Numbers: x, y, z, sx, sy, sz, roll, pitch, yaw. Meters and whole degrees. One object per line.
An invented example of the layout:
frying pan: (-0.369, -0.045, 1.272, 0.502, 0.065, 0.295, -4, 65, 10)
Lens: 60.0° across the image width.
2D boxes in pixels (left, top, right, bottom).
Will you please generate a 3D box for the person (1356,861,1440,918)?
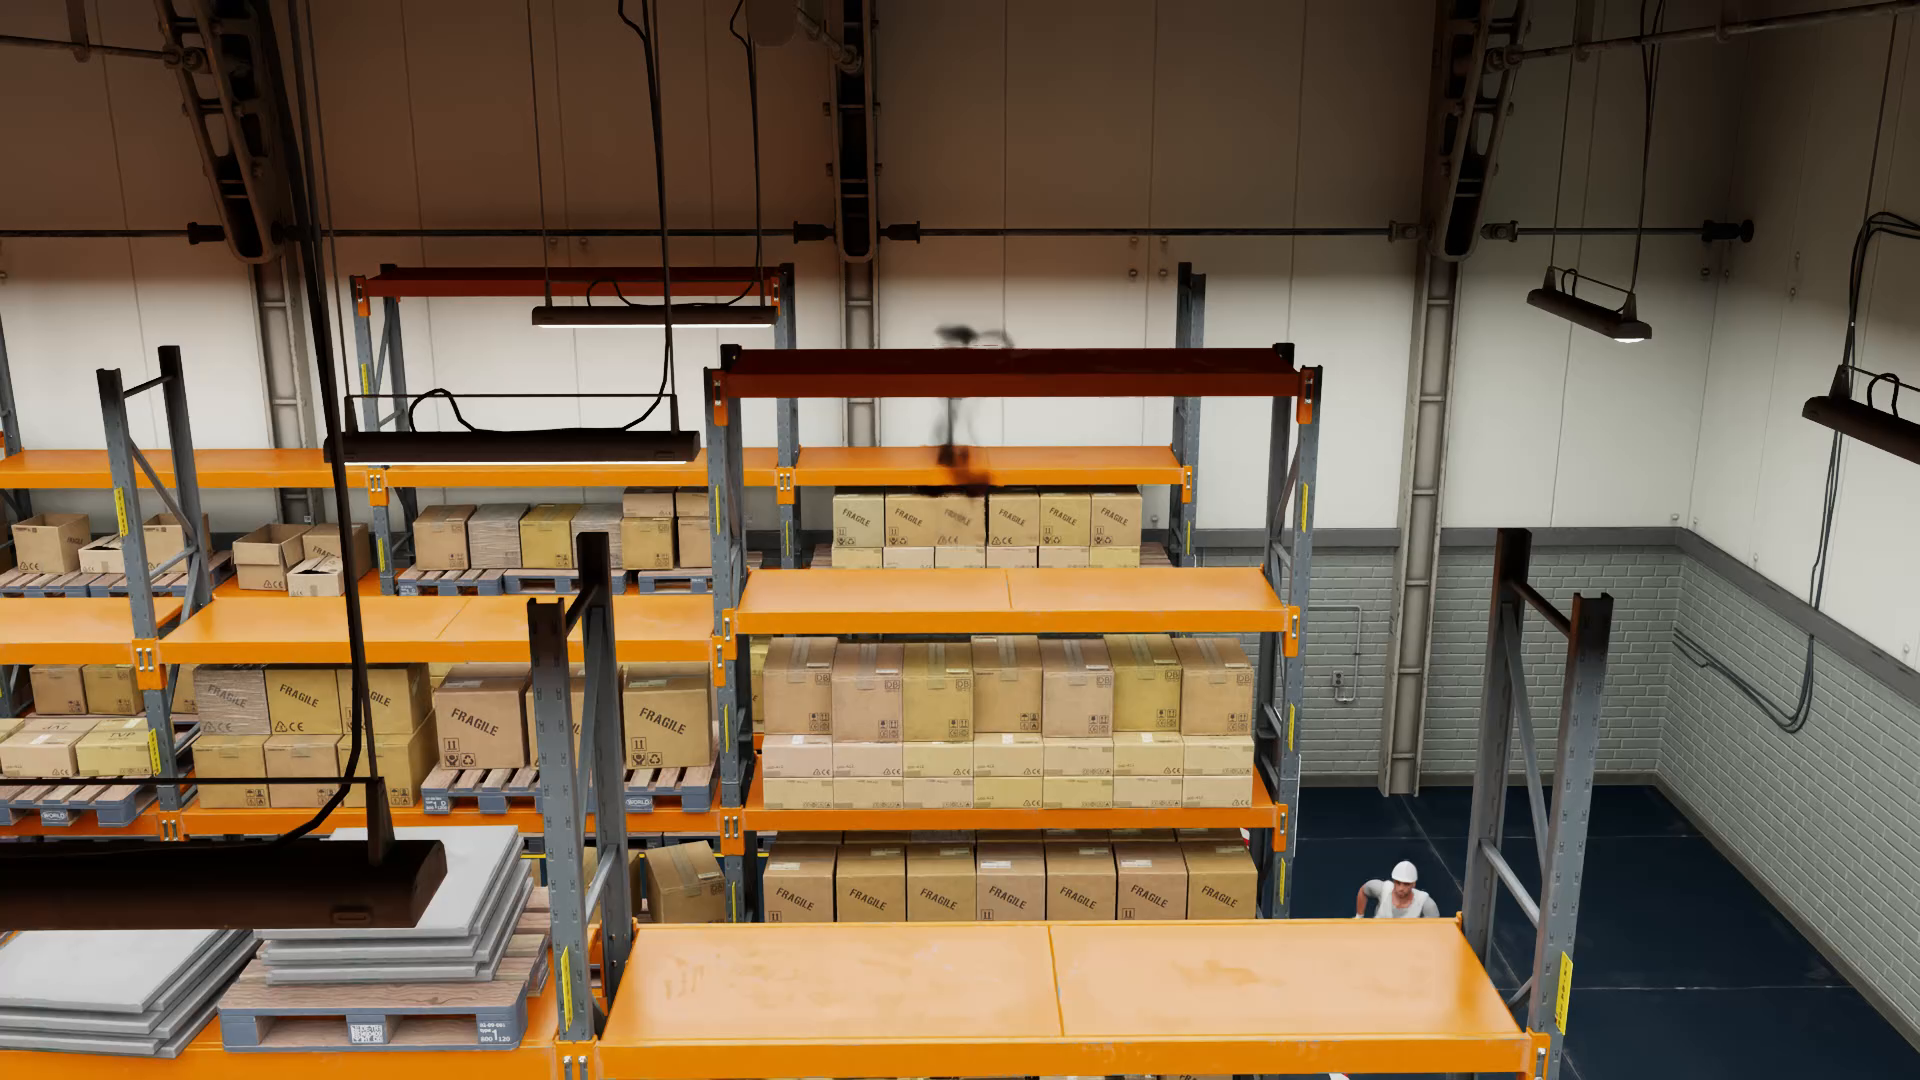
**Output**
person: (3.595, 3.398, 13.774, 0.668, 1.805, 0.773, 3, 16, 9)
